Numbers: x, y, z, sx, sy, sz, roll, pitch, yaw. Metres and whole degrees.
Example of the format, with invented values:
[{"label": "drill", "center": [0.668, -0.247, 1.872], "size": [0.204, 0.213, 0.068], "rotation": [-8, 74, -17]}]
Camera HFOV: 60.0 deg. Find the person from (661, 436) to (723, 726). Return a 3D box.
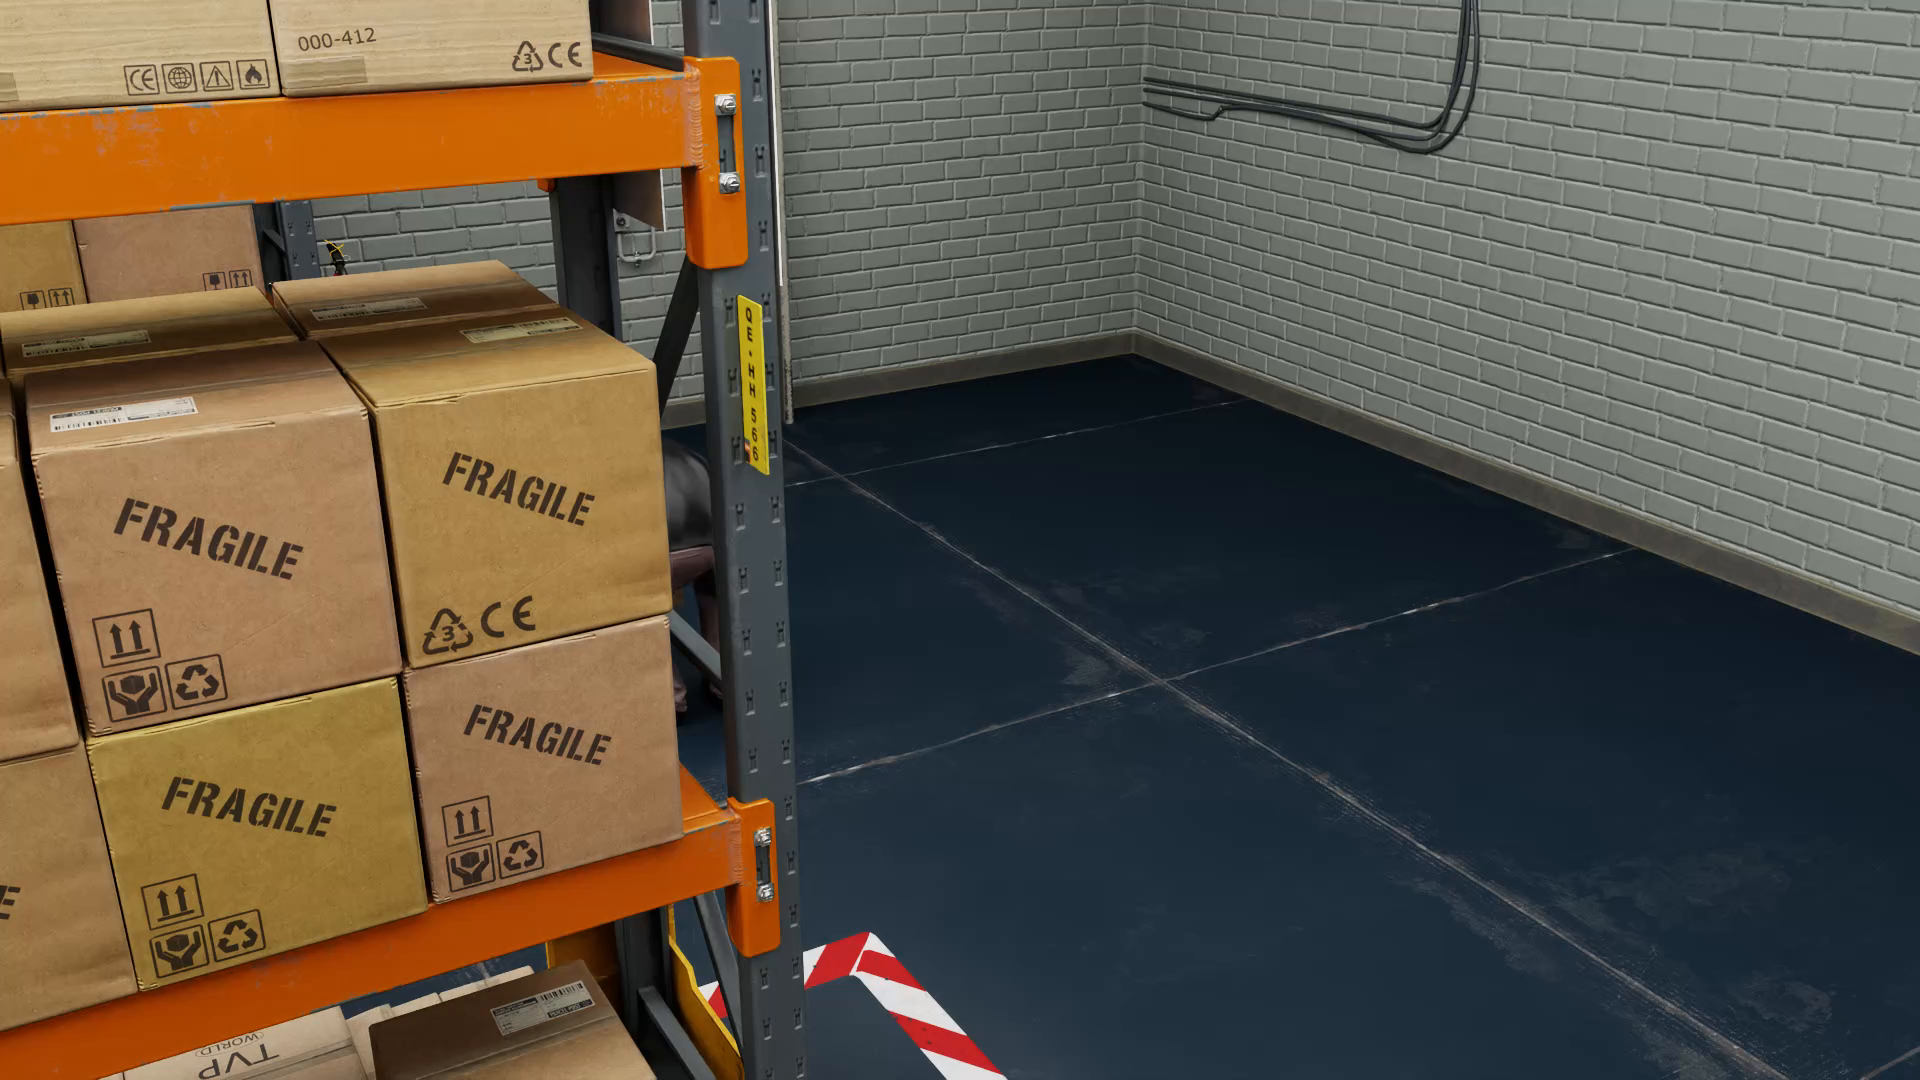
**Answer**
[{"label": "person", "center": [-1.188, 0.118, 6.696], "size": [0.502, 1.078, 0.949], "rotation": [-14, 25, -31]}]
